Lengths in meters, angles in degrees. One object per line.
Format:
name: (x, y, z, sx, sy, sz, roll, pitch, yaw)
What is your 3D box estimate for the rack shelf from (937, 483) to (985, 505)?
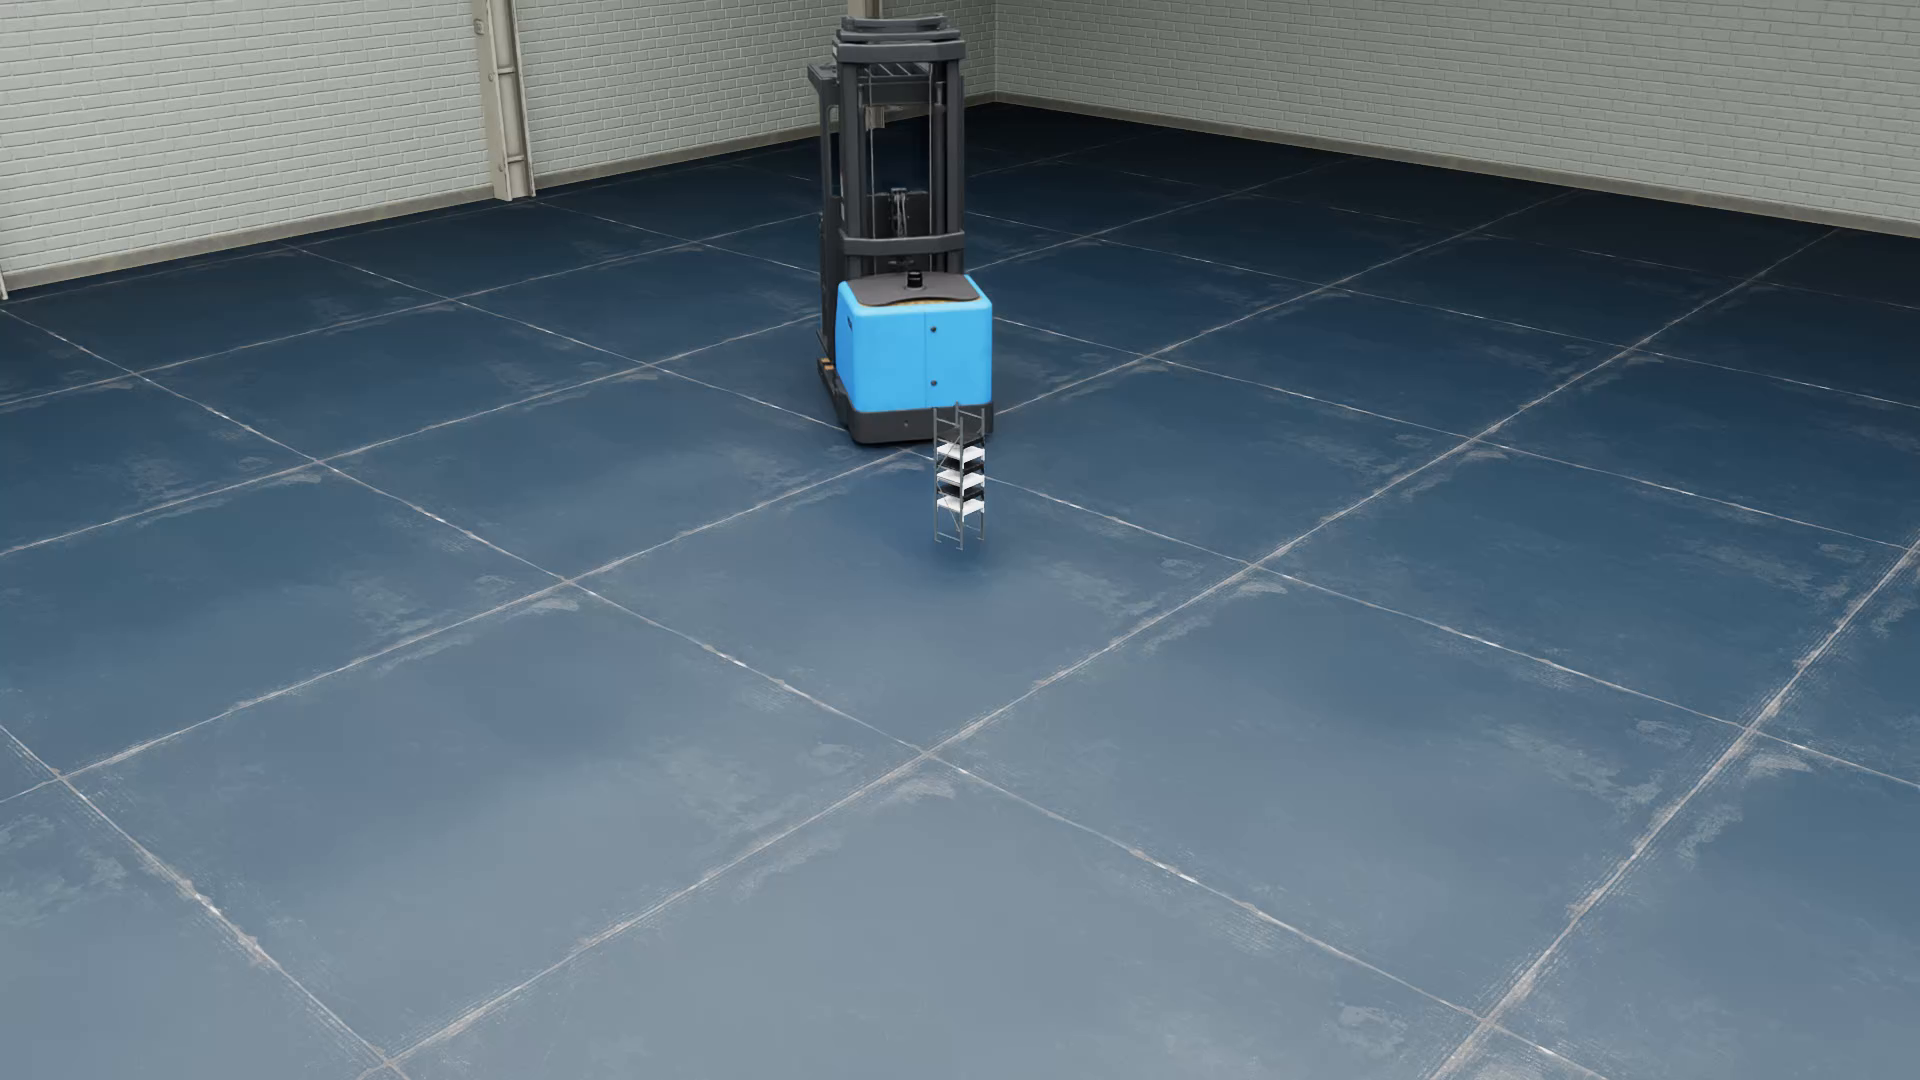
rack shelf: (-0.005, -0.296, 10.611, 0.258, 0.077, 0.200, 20, 31, 38)

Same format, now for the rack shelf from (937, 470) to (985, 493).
rack shelf: (-0.005, -0.378, 10.574, 0.258, 0.077, 0.200, 20, 31, 38)

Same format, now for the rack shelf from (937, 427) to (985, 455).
rack shelf: (-0.005, -0.624, 10.464, 0.258, 0.077, 0.200, 20, 31, 38)

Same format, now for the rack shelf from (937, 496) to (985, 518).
rack shelf: (-0.005, -0.213, 10.648, 0.258, 0.077, 0.200, 20, 31, 38)

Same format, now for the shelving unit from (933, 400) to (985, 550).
shelving unit: (-0.005, -0.408, 10.560, 0.258, 0.900, 0.210, 20, 31, 38)

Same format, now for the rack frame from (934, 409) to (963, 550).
rack frame: (-0.073, -0.377, 10.491, 0.240, 0.900, 0.006, 20, 31, 38)

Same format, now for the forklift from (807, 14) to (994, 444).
forklift: (-0.562, -2.618, 13.007, 1.130, 2.935, 3.031, -5, 25, -11)

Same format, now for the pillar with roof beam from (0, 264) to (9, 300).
pillar with roof beam: (-6.136, -5.222, 11.397, 9.100, 9.000, 0.400, 20, 31, 38)

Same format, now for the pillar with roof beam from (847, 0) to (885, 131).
pillar with roof beam: (1.873, -8.878, 19.551, 9.100, 9.000, 0.400, 20, 31, 38)

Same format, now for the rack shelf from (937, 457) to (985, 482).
rack shelf: (-0.005, -0.460, 10.537, 0.258, 0.077, 0.200, 20, 31, 38)

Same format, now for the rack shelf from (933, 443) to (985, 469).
rack shelf: (-0.005, -0.542, 10.500, 0.258, 0.077, 0.200, 20, 31, 38)

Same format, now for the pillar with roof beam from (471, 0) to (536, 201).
pillar with roof beam: (-2.132, -7.050, 15.474, 9.100, 9.000, 0.400, 20, 31, 38)

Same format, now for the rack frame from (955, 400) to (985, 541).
rack frame: (0.062, -0.439, 10.629, 0.240, 0.900, 0.006, 20, 31, 38)
